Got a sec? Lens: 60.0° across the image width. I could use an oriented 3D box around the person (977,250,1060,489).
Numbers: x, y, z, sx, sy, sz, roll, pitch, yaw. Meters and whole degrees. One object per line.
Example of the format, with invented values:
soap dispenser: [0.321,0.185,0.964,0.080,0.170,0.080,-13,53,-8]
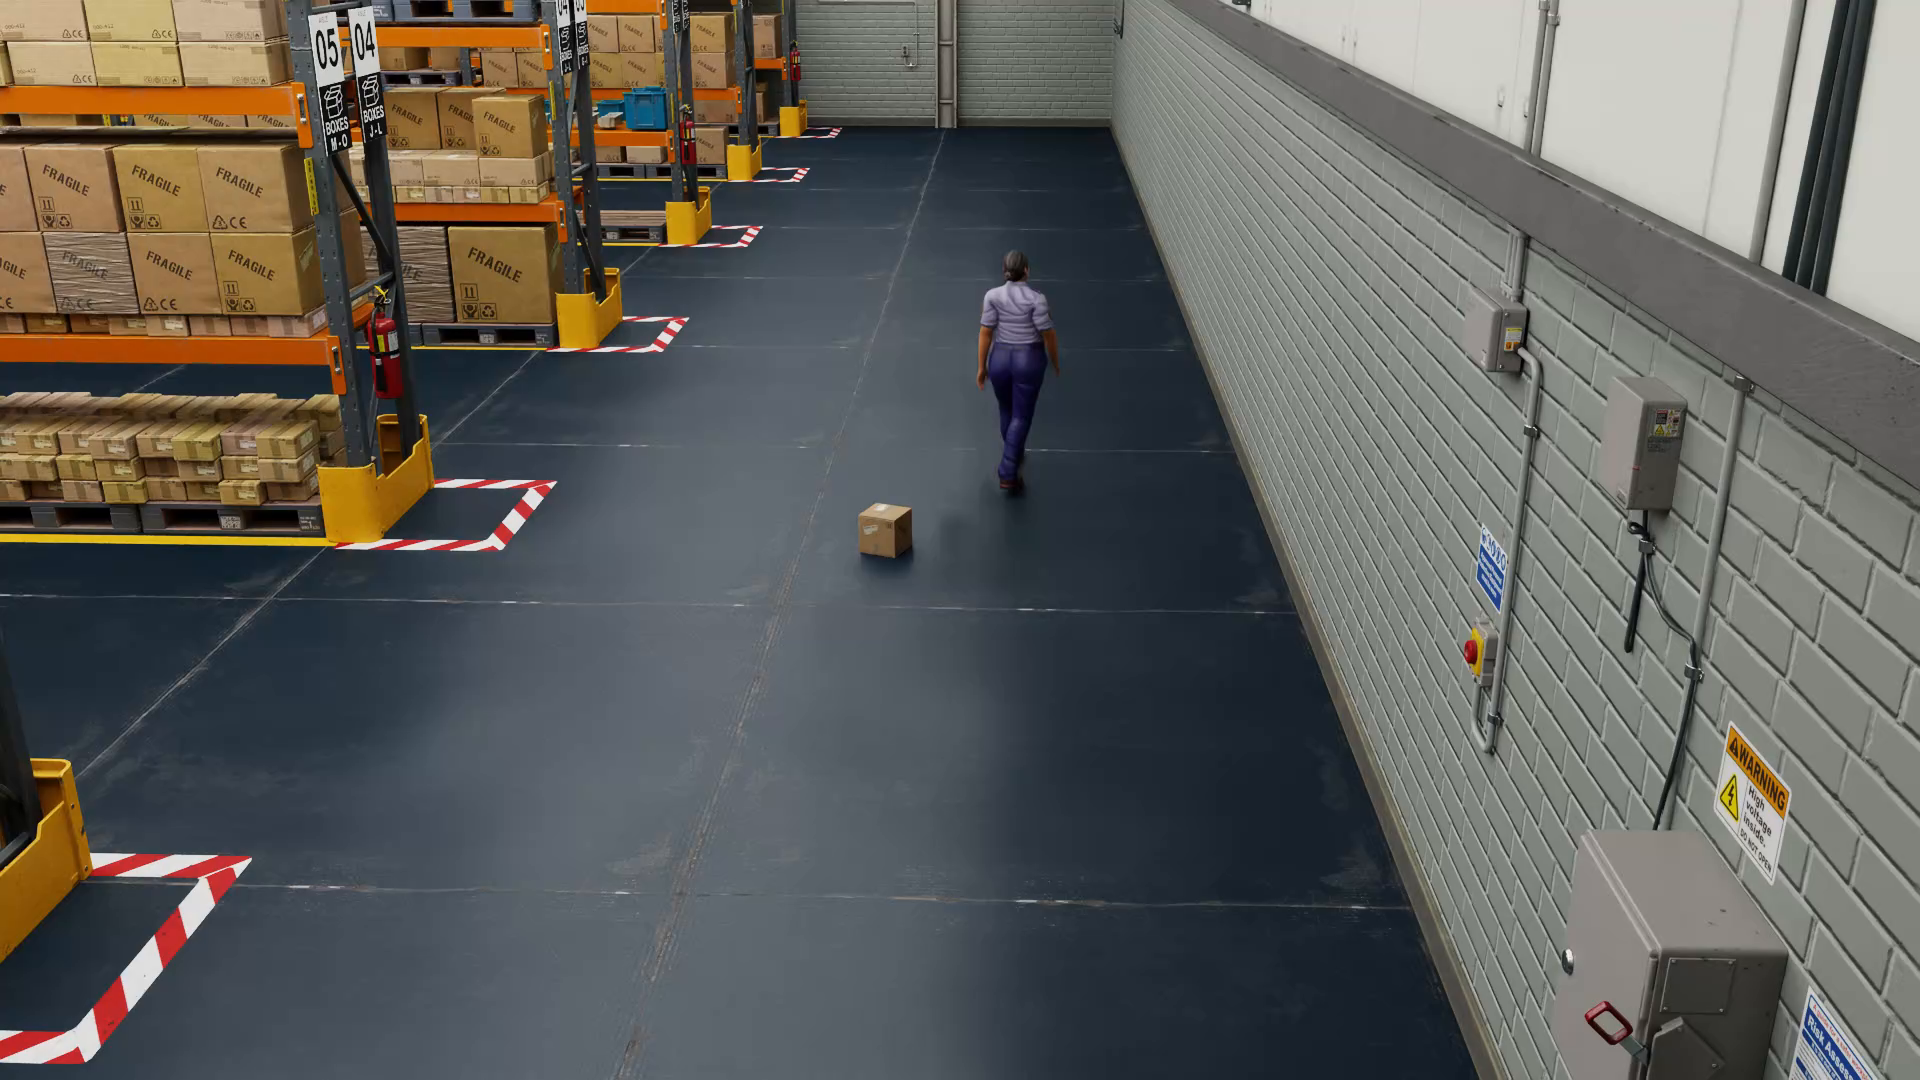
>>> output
person: [0.431,-1.209,11.463,0.512,1.625,0.880,9,23,21]
